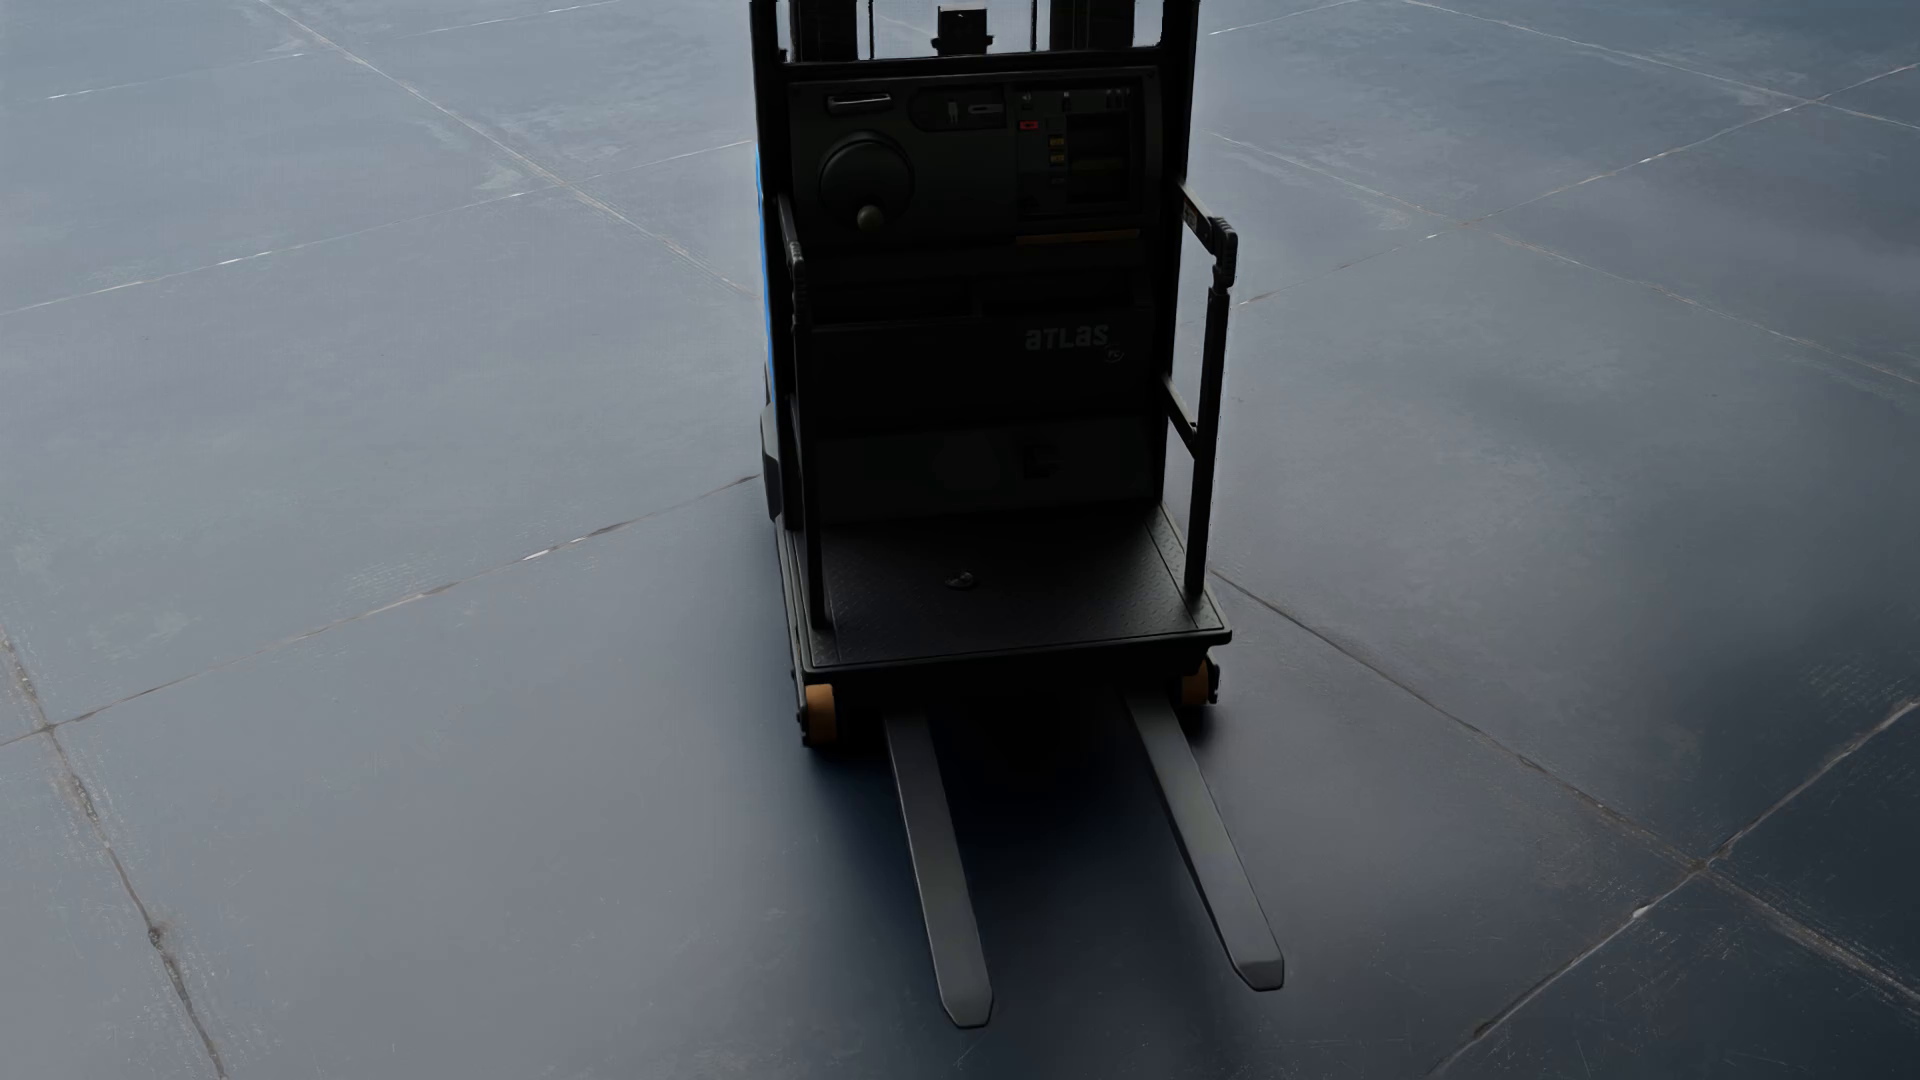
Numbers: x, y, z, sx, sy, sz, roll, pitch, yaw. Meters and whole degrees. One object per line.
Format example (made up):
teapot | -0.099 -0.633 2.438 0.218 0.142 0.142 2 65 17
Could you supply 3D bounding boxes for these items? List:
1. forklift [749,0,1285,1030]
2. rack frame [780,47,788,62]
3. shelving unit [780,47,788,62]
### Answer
forklift | 0.081 -0.910 3.937 1.130 2.935 3.031 -5 32 -8
rack frame | -0.513 -1.204 6.052 0.240 1.200 0.015 -21 38 -30
shelving unit | -0.368 -1.101 5.885 0.258 1.200 0.503 -21 38 -30
